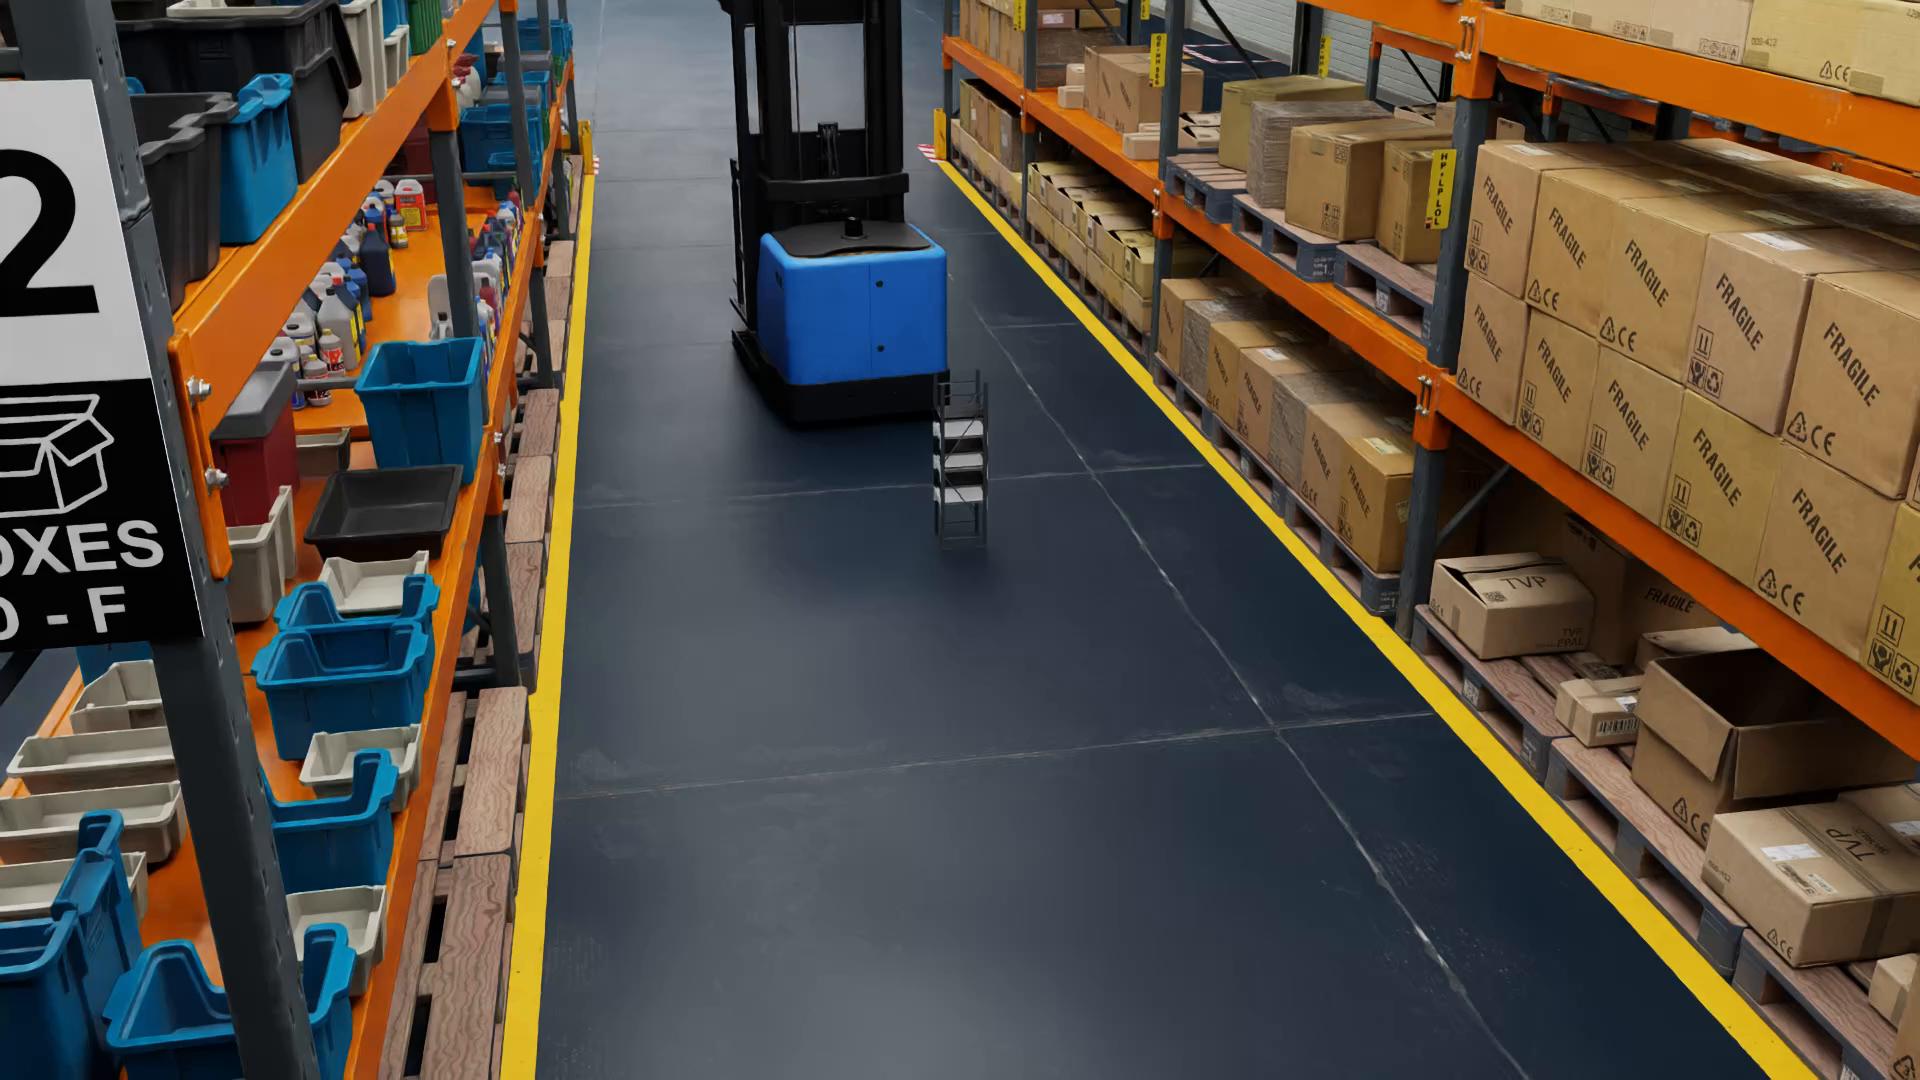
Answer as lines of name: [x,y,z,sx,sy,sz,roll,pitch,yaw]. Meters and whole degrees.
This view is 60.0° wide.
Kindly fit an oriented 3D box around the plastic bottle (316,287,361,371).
plastic bottle: [-2.687,-0.920,7.171,0.144,0.351,0.185,-4,24,-10]

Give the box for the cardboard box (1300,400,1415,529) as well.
cardboard box: [2.075,-0.384,8.455,0.500,0.500,0.500,-4,24,-10]

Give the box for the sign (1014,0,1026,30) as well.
sign: [0.507,-4.498,14.121,0.100,0.325,0.005,-4,24,-10]

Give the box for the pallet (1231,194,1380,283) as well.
pallet: [2.156,-1.681,9.090,1.003,0.211,1.213,-4,24,-10]

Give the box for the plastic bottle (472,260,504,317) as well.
plastic bottle: [-2.263,-1.204,7.913,0.152,0.276,0.135,-4,24,-10]

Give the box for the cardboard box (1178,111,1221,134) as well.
cardboard box: [1.816,-2.859,11.659,0.500,0.311,0.500,-5,24,-10]

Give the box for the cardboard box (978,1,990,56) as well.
cardboard box: [0.574,-5.139,16.645,0.700,0.500,0.500,-4,24,-9]

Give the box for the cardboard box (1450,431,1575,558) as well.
cardboard box: [2.681,-0.224,8.089,0.500,0.500,0.500,-5,24,-12]

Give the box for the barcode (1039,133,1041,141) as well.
barcode: [0.690,-3.472,14.325,0.001,0.075,0.075,-4,24,-10]

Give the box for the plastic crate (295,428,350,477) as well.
plastic crate: [-2.392,-0.308,5.962,0.396,0.136,0.243,-4,24,-10]

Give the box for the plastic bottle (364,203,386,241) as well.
plastic bottle: [-3.175,-1.690,9.033,0.097,0.271,0.097,0,24,0]

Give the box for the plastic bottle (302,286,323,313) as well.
plastic bottle: [-2.863,-0.982,7.313,0.144,0.351,0.185,-4,24,-10]

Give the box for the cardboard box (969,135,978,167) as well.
cardboard box: [0.381,-3.992,17.053,0.500,0.250,0.500,-4,24,-10]

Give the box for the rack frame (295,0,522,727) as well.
rack frame: [-2.338,-0.595,6.364,1.000,3.000,0.127,-4,24,-10]

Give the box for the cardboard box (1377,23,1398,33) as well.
cardboard box: [4.958,-5.773,18.383,0.500,0.250,0.500,-5,24,-11]

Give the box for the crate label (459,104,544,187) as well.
crate label: [-2.995,-2.595,10.900,0.502,0.435,0.616,-4,24,-10]

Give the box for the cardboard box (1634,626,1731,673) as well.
cardboard box: [3.044,0.491,6.890,0.380,0.149,0.250,-4,24,-10]

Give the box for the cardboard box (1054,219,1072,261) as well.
cardboard box: [1.075,-2.457,13.540,0.500,0.250,0.500,-5,24,-11]

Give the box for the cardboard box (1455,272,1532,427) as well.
cardboard box: [2.358,-0.785,6.675,0.500,0.500,0.500,-4,24,-8]

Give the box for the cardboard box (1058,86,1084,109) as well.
cardboard box: [1.015,-3.628,13.623,0.380,0.149,0.250,-4,24,-10]

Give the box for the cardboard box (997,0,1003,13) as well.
cardboard box: [0.558,-5.040,15.608,0.380,0.149,0.250,-4,24,-8]

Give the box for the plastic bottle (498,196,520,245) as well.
plastic bottle: [-2.501,-1.768,9.210,0.097,0.271,0.097,0,24,0]

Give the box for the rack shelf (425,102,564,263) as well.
rack shelf: [-3.447,-2.625,11.912,1.077,0.370,4.000,-4,24,-10]

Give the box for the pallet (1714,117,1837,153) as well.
pallet: [6.423,-3.086,12.308,1.213,0.211,1.003,-4,24,-10]

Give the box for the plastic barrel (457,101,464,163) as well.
plastic barrel: [-3.555,-2.774,11.214,0.421,0.512,0.421,0,24,0]

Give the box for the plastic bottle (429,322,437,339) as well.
plastic bottle: [-2.235,-0.841,7.177,0.097,0.201,0.097,0,24,0]

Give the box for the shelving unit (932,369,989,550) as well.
shelving unit: [0.001,-0.409,8.563,0.258,0.900,0.210,-4,24,-10]

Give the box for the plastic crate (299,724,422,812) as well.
plastic crate: [-1.423,0.551,3.995,0.250,0.136,0.298,-4,24,-10]

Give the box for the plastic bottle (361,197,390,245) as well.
plastic bottle: [-3.229,-1.735,9.130,0.152,0.276,0.135,-4,24,-10]

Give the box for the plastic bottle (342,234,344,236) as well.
plastic bottle: [-3.107,-1.413,8.399,0.097,0.271,0.097,0,24,0]

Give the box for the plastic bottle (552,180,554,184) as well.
plastic bottle: [-3.657,-3.170,15.121,0.097,0.271,0.097,0,24,0]

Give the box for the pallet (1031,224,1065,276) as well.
pallet: [1.226,-2.542,14.306,1.003,0.211,1.213,-4,24,-10]

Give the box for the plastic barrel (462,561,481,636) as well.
plastic barrel: [-2.421,-0.041,7.193,0.600,0.901,0.708,-4,24,-10]

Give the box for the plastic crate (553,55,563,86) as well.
plastic crate: [-3.790,-4.199,14.882,0.450,0.188,0.662,-4,24,-10]

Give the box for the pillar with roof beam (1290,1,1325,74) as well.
pillar with roof beam: [0.819,-10.627,21.840,9.100,9.000,0.400,-4,24,-10]

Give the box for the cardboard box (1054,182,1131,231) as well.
cardboard box: [1.068,-2.714,13.427,0.500,0.311,0.500,-5,24,-11]

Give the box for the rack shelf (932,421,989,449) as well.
rack shelf: [0.001,-0.544,8.504,0.258,0.077,0.200,-4,24,-10]

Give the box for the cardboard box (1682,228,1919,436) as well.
cardboard box: [2.629,-0.650,5.116,0.500,0.500,0.500,-4,24,-8]

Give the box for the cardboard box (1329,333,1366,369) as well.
cardboard box: [2.403,-1.159,9.292,0.500,0.250,0.500,-5,24,-11]

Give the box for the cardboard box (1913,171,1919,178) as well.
cardboard box: [6.496,-2.438,10.874,0.380,0.149,0.250,-4,24,-8]

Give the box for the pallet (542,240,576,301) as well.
pallet: [-3.633,-2.158,13.427,1.003,0.211,1.213,-4,24,-10]

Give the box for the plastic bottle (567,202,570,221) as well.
plastic bottle: [-3.483,-2.899,14.586,0.097,0.201,0.097,0,24,0]

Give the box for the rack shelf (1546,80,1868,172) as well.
rack shelf: [6.289,-3.358,13.591,1.077,0.370,4.000,-4,24,-10]

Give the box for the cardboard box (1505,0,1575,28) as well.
cardboard box: [2.378,-2.056,6.150,0.500,0.250,0.500,-4,24,-10]

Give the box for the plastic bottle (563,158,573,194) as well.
plastic bottle: [-3.706,-3.392,15.529,0.144,0.351,0.185,-3,24,-8]

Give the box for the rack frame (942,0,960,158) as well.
rack frame: [0.312,-5.680,18.008,1.000,3.000,0.127,-4,24,-10]

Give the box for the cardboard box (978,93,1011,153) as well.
cardboard box: [0.467,-4.138,16.452,0.500,0.500,0.500,-4,24,-10]

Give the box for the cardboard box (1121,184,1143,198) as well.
cardboard box: [1.601,-2.757,13.526,0.500,0.311,0.500,-4,24,-10]

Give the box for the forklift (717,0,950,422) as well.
forklift: [-0.982,-2.630,11.109,1.130,2.935,3.031,-7,25,-16]

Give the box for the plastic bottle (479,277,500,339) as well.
plastic bottle: [-2.150,-1.067,7.590,0.061,0.283,0.133,-4,24,-10]

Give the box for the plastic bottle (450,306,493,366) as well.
plastic bottle: [-2.116,-0.892,7.200,0.152,0.276,0.135,-4,24,-10]

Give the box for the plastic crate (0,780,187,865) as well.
plastic crate: [-1.966,0.649,3.770,0.396,0.136,0.243,-4,24,-10]

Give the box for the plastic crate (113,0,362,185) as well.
plastic crate: [-1.610,-0.989,3.596,0.504,0.338,0.767,-4,24,-10]
